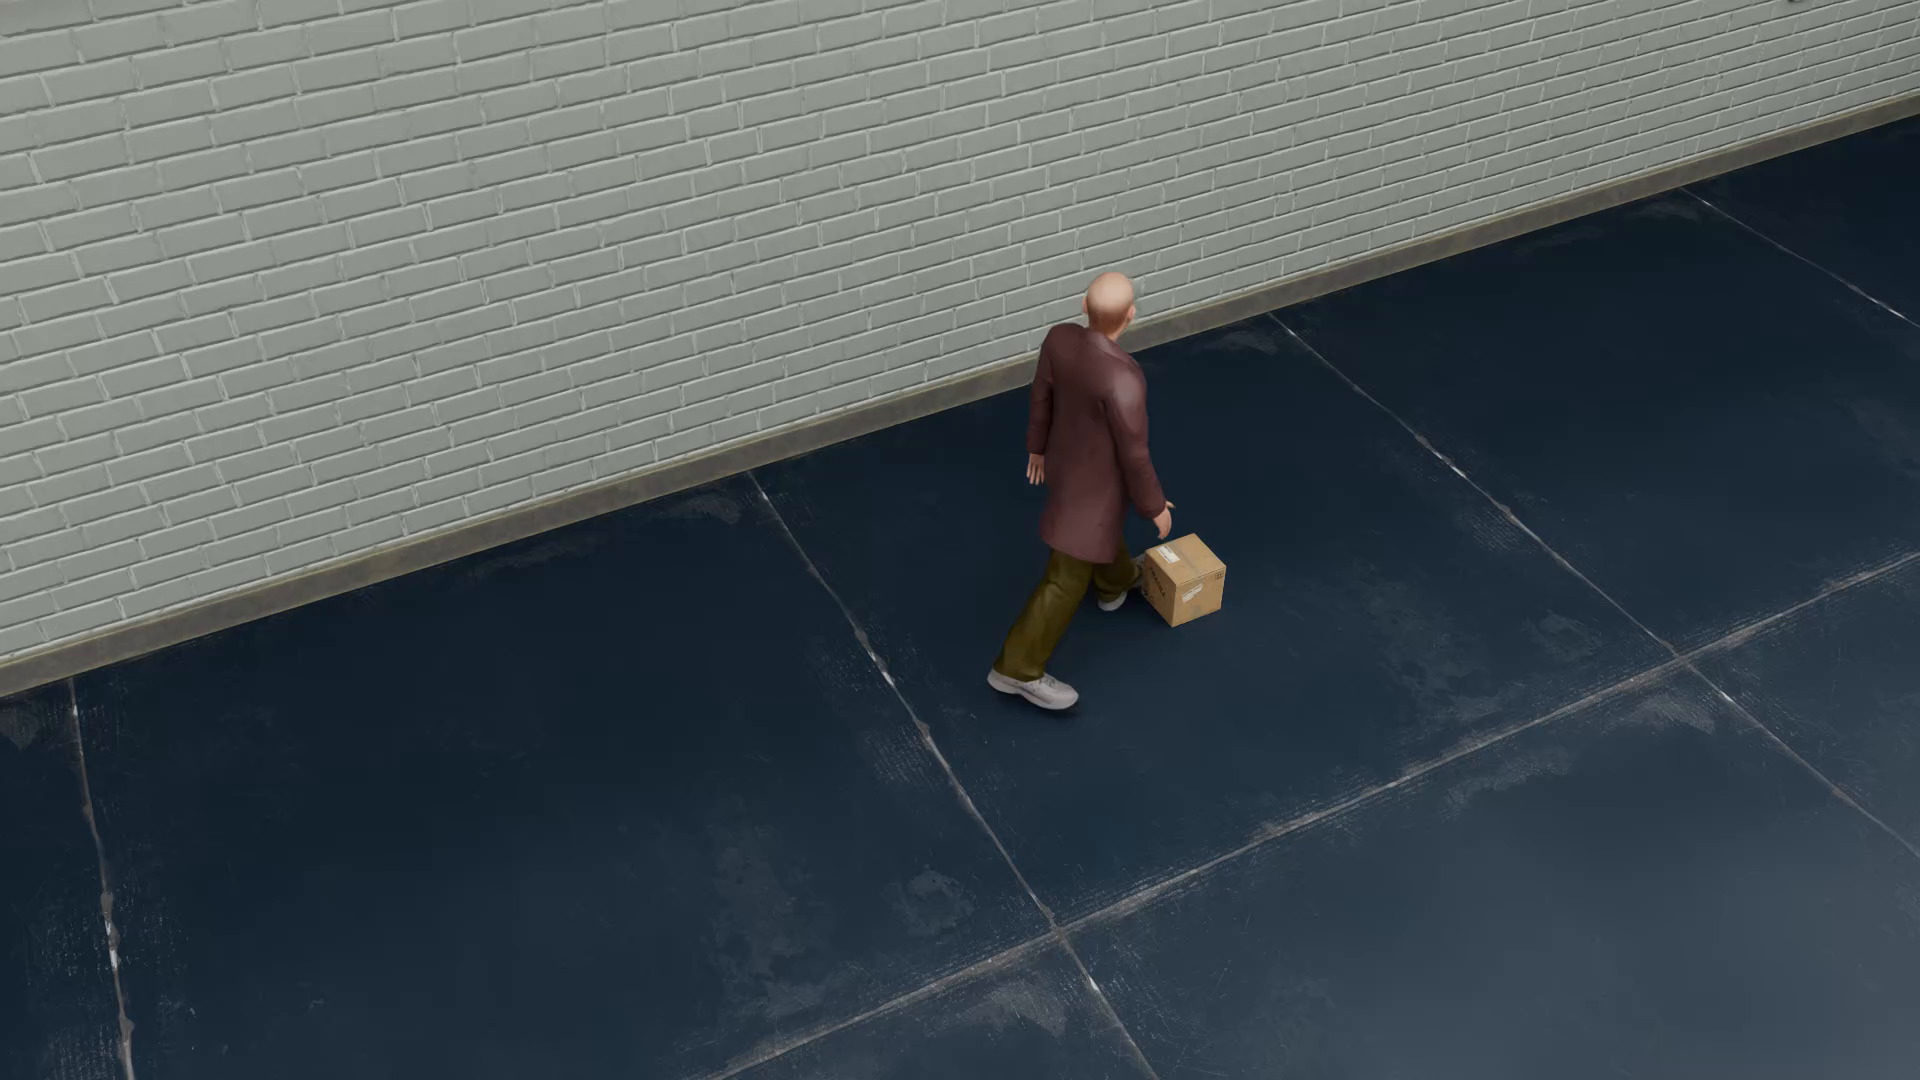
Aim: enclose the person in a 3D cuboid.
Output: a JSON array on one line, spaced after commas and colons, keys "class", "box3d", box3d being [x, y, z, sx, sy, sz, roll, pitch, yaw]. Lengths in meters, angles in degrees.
[{"class": "person", "box3d": [0.535, -0.235, 6.447, 0.997, 1.749, 0.711, -20, 45, -22]}]
